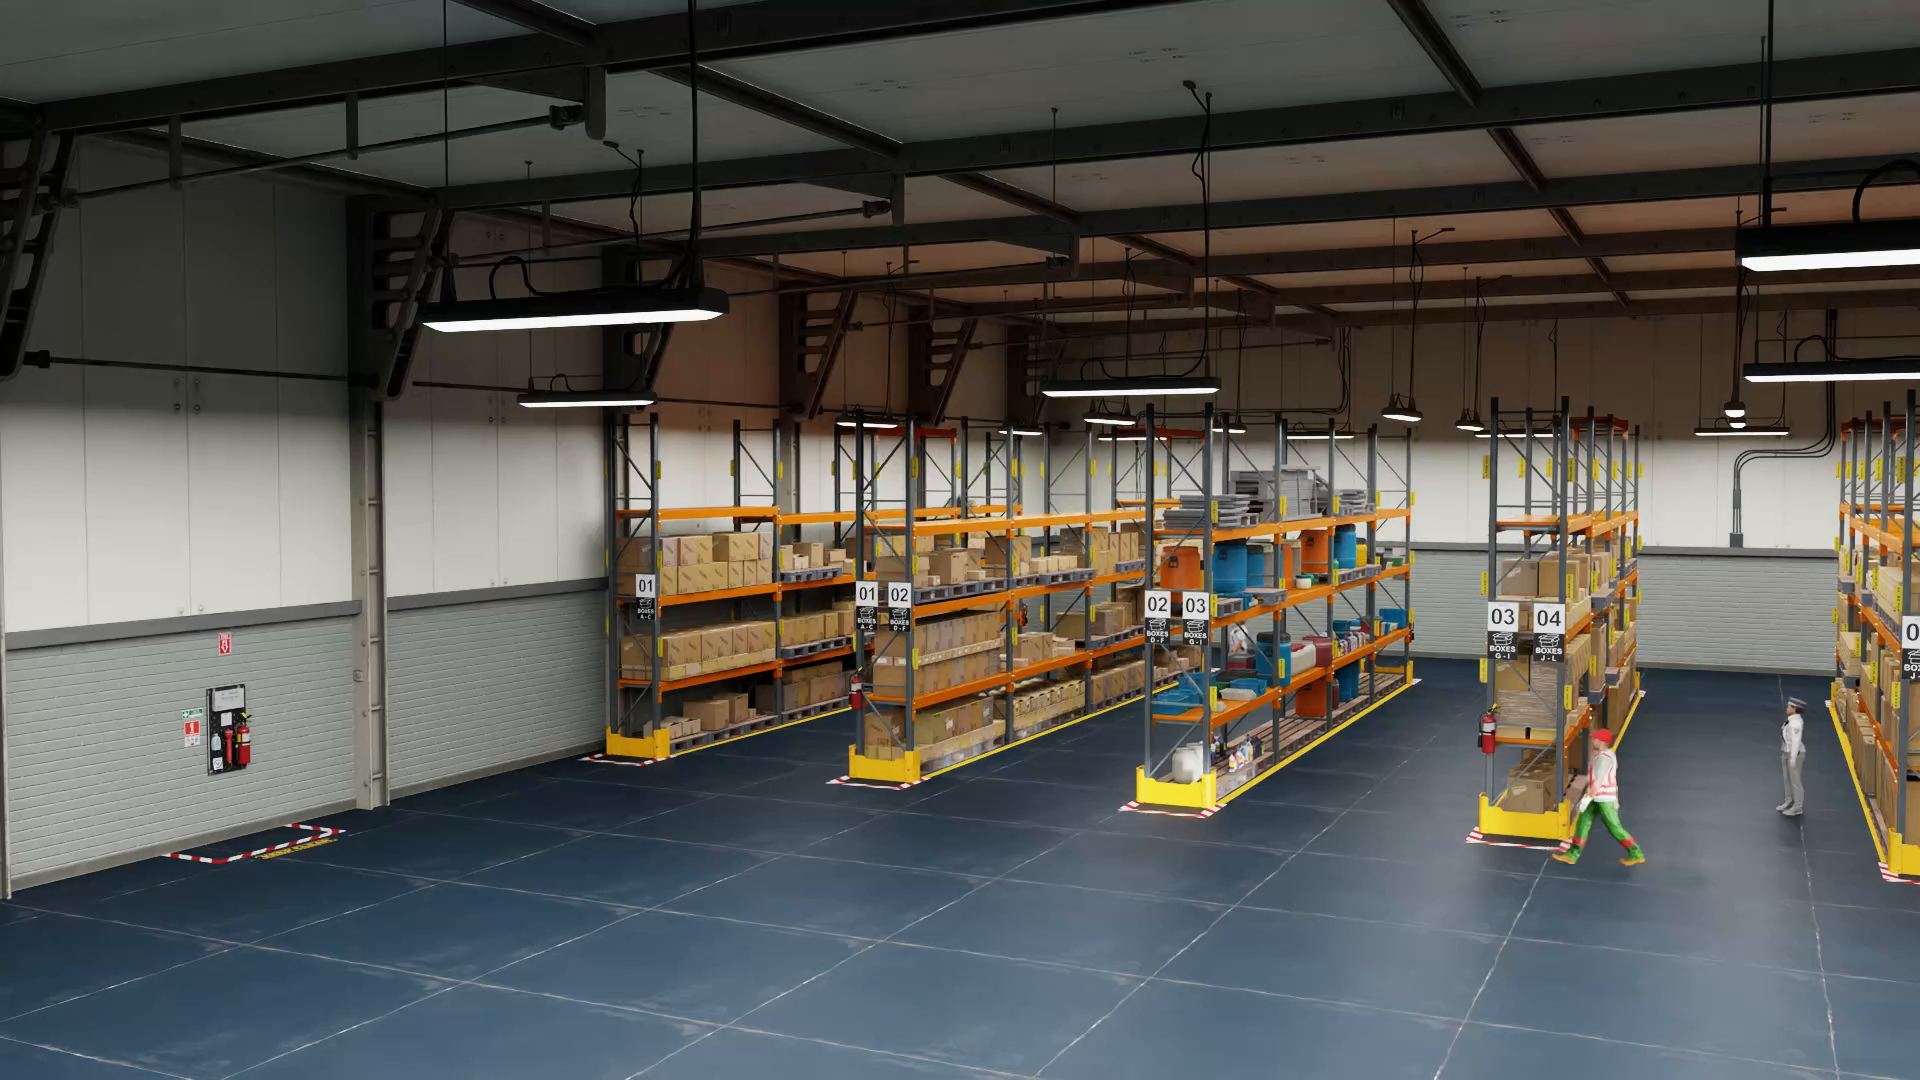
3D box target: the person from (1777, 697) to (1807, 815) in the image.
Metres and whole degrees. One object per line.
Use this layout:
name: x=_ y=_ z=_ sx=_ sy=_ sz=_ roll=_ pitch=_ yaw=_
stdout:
person: x=12.124 y=3.132 z=24.230 sx=0.379 sy=1.697 sz=0.513 roll=0 pitch=2 yaw=7

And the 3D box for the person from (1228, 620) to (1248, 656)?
person: x=6.337 y=2.569 z=38.392 sx=0.693 sy=1.650 sz=0.565 roll=-1 pitch=3 yaw=-27

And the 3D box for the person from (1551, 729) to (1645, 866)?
person: x=8.033 y=3.247 z=20.881 sx=1.062 sy=1.752 sz=0.494 roll=0 pitch=2 yaw=2
